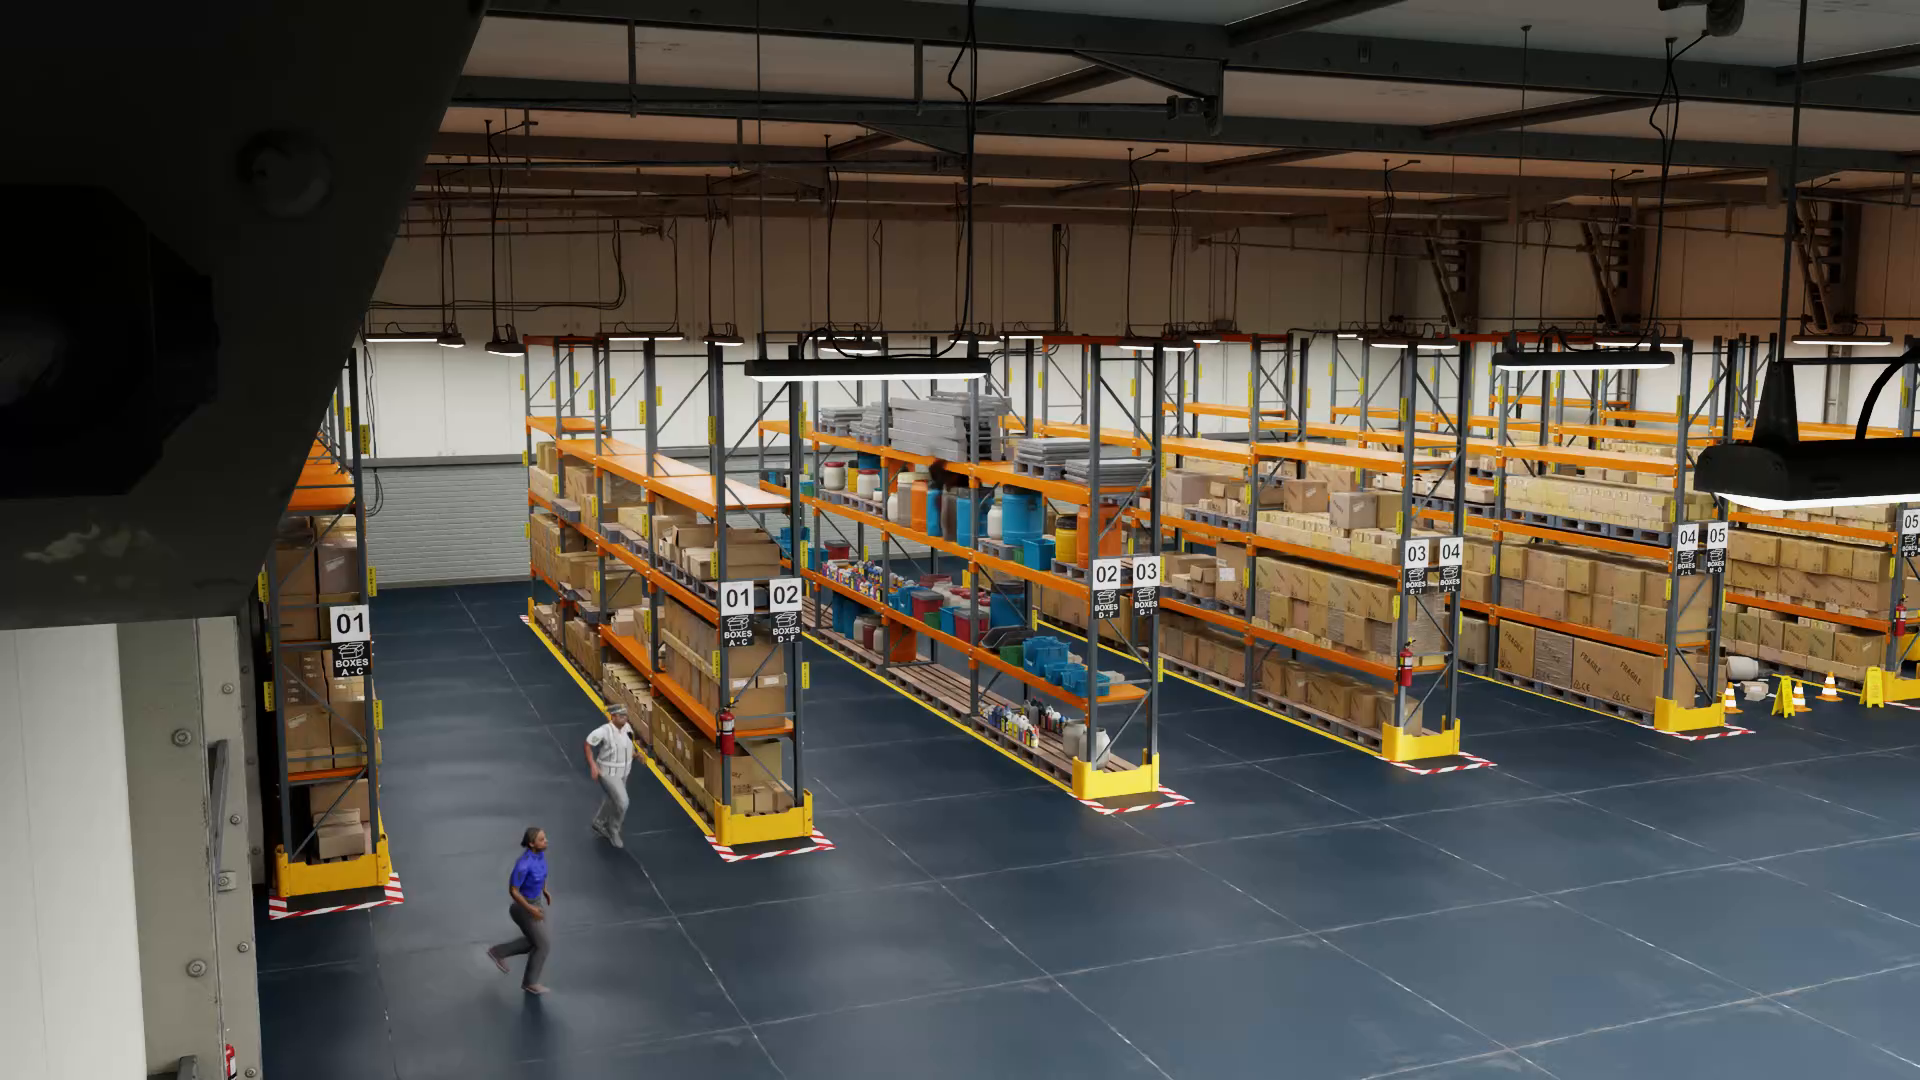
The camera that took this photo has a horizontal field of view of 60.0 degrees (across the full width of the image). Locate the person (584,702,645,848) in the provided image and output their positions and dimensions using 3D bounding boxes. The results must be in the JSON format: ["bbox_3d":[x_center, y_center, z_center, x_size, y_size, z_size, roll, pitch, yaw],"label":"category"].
[{"bbox_3d":[-4.180,2.829,20.056,0.848,1.805,0.605,4,9,30],"label":"person"}]

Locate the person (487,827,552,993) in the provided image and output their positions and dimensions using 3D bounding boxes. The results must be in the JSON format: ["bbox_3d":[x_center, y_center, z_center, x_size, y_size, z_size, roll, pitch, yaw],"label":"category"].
[{"bbox_3d":[-4.158,3.495,15.668,0.626,1.632,0.605,1,8,5],"label":"person"}]

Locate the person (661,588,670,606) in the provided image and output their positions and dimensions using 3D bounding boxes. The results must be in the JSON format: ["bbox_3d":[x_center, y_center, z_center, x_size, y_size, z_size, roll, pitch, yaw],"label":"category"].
[{"bbox_3d":[-5.972,0.984,33.718,0.668,1.786,0.807,-4,9,-27],"label":"person"}]
